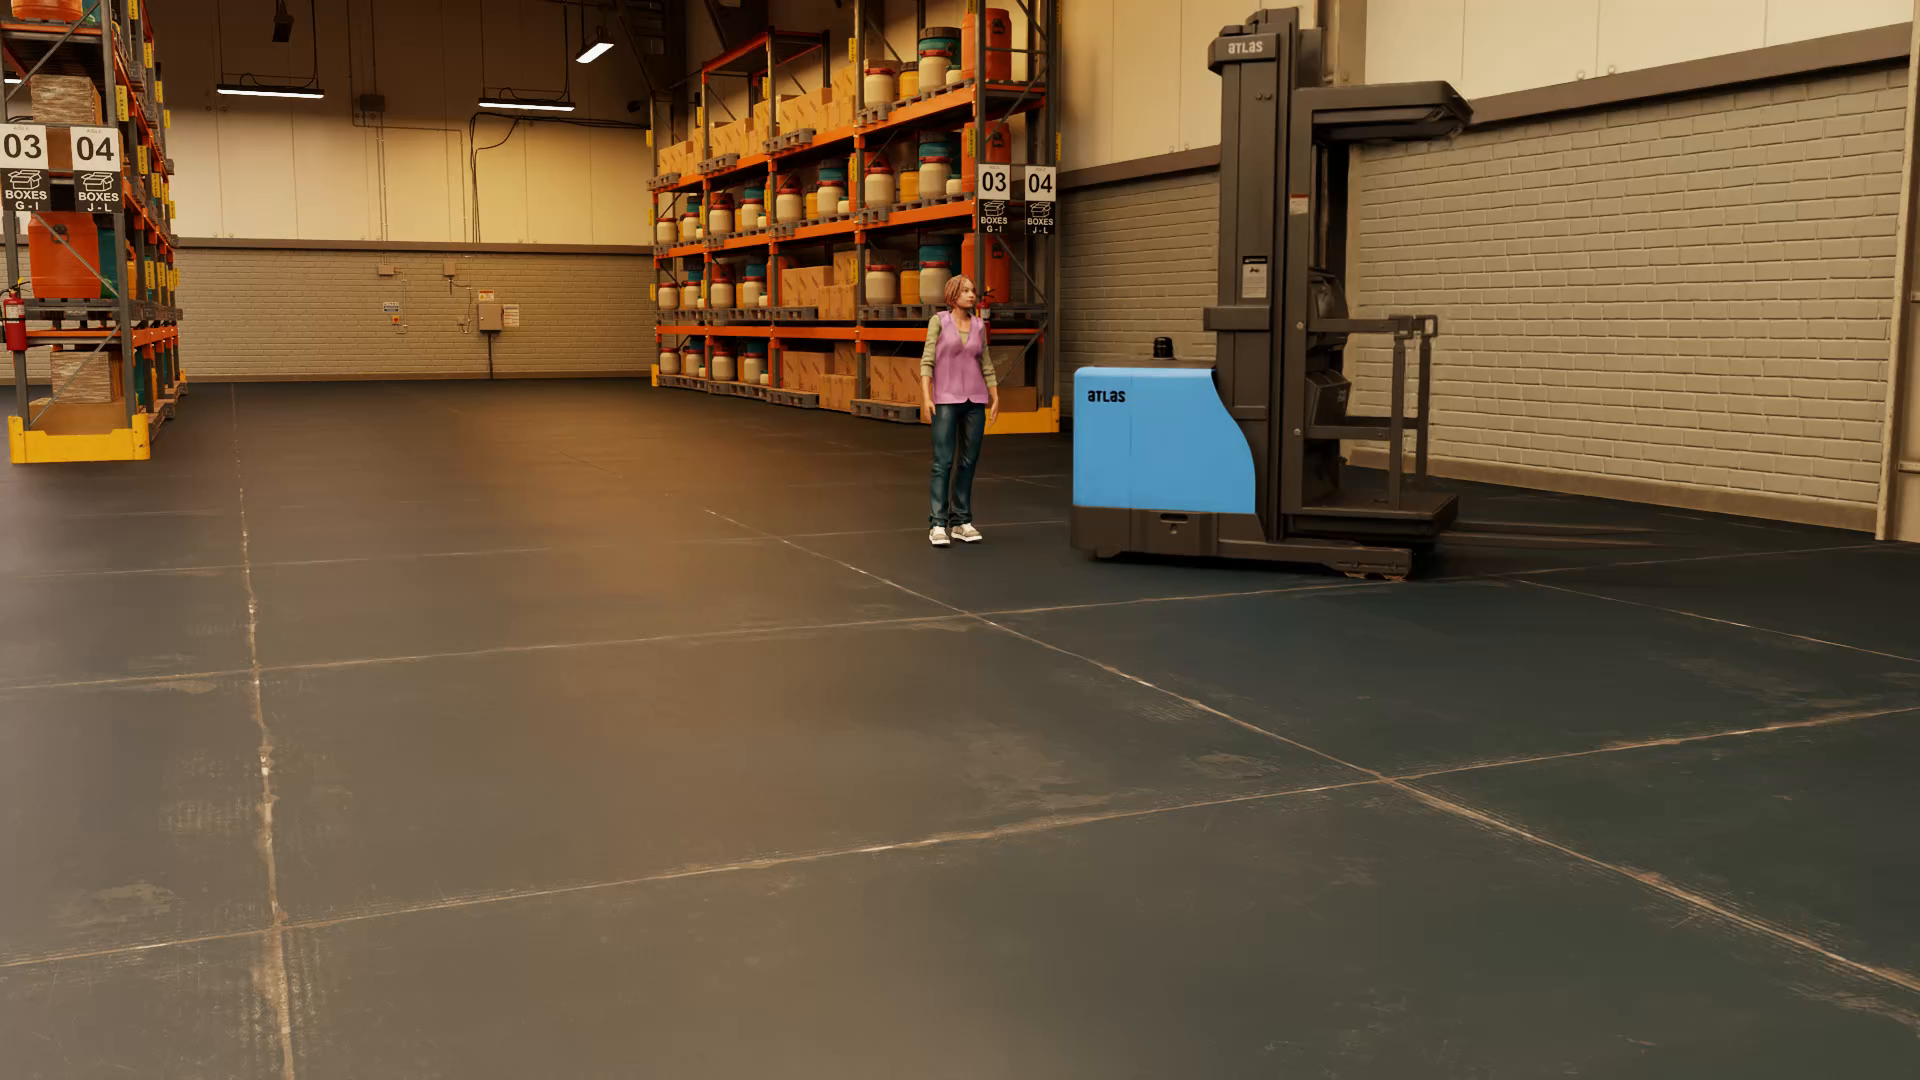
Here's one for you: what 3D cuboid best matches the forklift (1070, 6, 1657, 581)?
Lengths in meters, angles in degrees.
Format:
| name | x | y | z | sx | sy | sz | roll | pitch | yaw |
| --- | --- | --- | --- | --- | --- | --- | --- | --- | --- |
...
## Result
| name | x | y | z | sx | sy | sz | roll | pitch | yaw |
| --- | --- | --- | --- | --- | --- | --- | --- | --- | --- |
| forklift | 2.181 | -1.322 | 8.964 | 3.031 | 2.935 | 1.130 | 3 | 8 | 23 |

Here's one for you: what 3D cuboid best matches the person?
| name | x | y | z | sx | sy | sz | roll | pitch | yaw |
| --- | --- | --- | --- | --- | --- | --- | --- | --- | --- |
| person | 0.017 | -0.789 | 9.975 | 0.520 | 1.600 | 0.472 | -3 | 8 | -23 |
